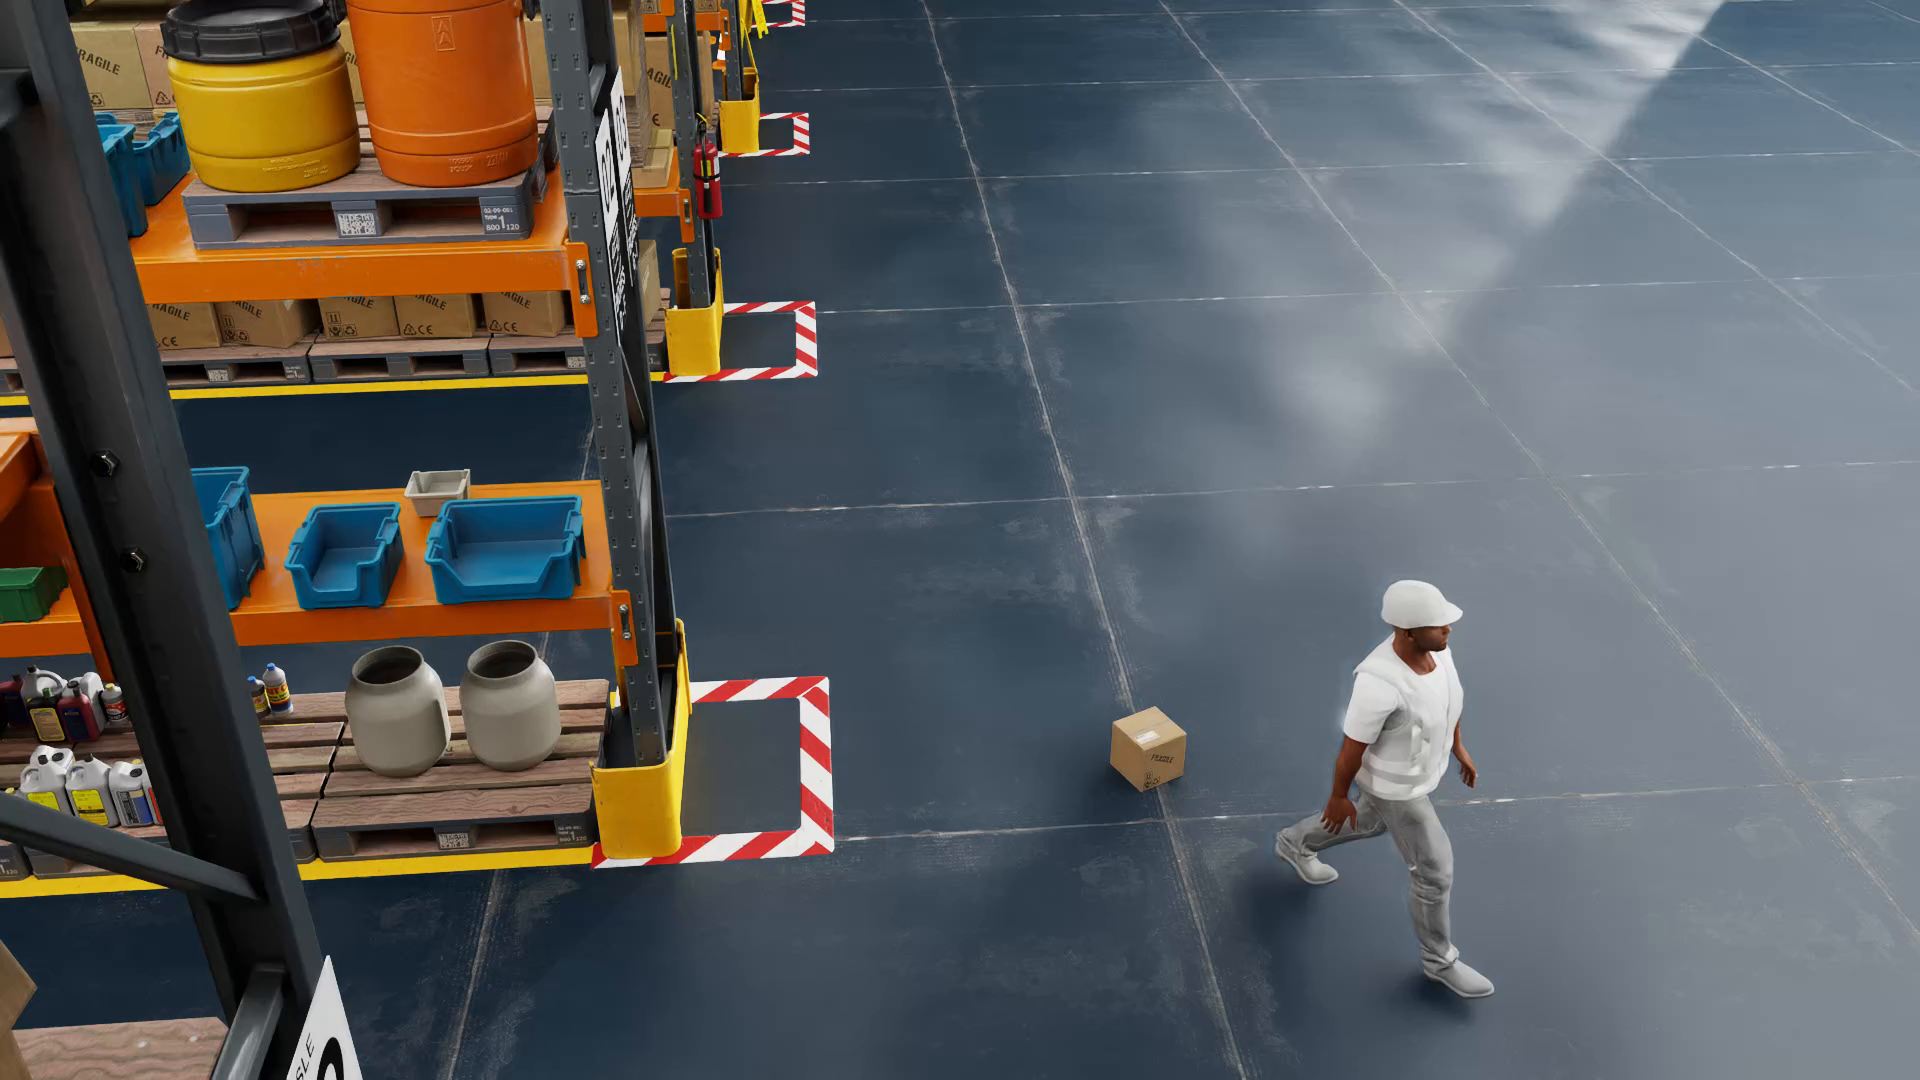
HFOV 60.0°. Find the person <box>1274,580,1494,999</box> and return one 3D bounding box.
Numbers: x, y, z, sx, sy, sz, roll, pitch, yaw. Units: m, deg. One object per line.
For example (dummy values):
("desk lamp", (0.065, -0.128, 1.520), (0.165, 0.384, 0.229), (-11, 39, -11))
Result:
("person", (1.749, 0.903, 6.522), (1.069, 1.720, 0.602), (20, 36, 30))
